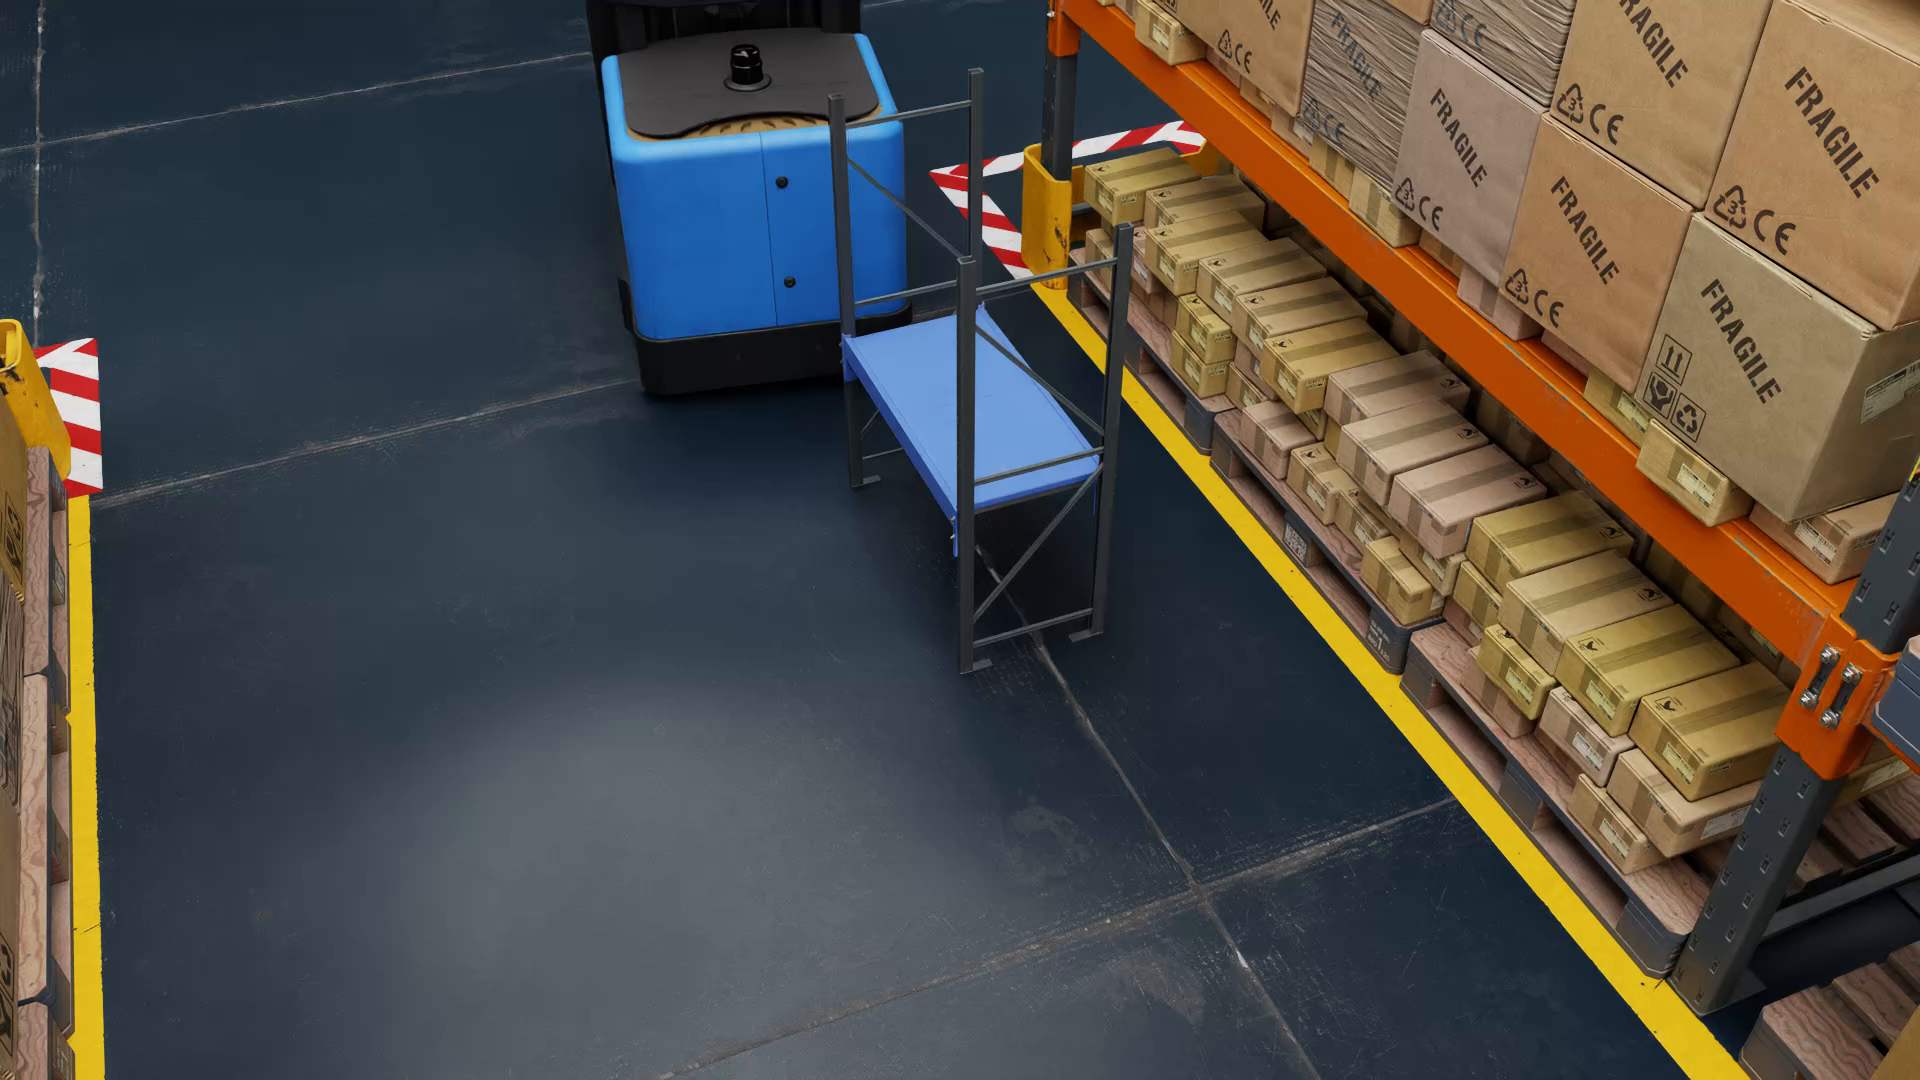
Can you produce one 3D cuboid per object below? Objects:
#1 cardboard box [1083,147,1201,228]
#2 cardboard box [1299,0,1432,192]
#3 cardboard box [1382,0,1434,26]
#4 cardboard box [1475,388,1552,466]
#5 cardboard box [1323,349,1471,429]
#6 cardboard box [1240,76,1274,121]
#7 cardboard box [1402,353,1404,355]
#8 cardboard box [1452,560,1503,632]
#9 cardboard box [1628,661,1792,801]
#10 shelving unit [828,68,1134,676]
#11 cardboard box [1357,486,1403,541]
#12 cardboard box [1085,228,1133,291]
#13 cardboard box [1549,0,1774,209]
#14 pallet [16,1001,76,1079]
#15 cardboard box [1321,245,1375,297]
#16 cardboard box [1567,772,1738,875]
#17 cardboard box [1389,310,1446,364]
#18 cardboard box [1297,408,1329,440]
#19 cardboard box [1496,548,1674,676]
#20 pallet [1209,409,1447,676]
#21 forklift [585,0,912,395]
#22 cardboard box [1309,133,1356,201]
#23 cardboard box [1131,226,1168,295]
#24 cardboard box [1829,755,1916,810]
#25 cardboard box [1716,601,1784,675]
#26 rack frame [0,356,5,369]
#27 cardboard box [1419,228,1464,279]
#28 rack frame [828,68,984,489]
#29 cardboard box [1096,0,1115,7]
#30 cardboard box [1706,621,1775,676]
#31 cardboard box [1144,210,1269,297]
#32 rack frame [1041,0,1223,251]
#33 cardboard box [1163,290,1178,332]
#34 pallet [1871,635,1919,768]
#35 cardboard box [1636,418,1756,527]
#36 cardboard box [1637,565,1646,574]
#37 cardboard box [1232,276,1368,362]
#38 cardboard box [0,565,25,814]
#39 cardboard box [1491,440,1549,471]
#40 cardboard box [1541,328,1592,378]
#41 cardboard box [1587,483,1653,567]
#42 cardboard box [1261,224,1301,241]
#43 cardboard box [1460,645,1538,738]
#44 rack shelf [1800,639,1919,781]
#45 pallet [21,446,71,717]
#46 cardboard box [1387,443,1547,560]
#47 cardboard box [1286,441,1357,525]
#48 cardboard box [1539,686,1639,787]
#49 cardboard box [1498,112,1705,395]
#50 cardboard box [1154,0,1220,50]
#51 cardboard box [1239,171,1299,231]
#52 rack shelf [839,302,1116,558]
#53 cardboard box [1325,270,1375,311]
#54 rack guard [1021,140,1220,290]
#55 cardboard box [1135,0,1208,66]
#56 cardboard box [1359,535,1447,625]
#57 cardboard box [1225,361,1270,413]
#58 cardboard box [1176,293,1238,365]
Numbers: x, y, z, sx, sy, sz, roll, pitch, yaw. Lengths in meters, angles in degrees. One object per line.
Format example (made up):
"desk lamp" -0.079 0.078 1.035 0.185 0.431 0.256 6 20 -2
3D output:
"cardboard box" 0.705 -1.370 6.451 0.380 0.149 0.250 -17 44 -19
"cardboard box" 1.340 -1.358 4.724 0.500 0.500 0.500 -16 43 -18
"cardboard box" 1.321 -1.733 4.393 0.500 0.500 0.500 -16 43 -18
"cardboard box" 1.893 -0.410 5.334 0.380 0.149 0.250 -17 43 -19
"cardboard box" 1.412 -0.455 5.387 0.380 0.149 0.250 -15 43 -17
"cardboard box" 1.136 -1.485 5.369 0.380 0.149 0.250 -16 43 -17
"cardboard box" 1.776 -0.631 5.819 0.380 0.149 0.250 -13 42 -15
"cardboard box" 1.696 0.149 4.913 0.380 0.149 0.250 -15 43 -16
"cardboard box" 1.973 0.489 4.288 0.380 0.149 0.250 -14 43 -16
"shelving unit" 0.033 -0.517 5.201 0.538 1.500 1.048 -15 43 -17
"cardboard box" 1.496 -0.166 5.279 0.380 0.149 0.250 -17 44 -19
"cardboard box" 0.724 -1.150 6.651 0.380 0.149 0.250 -14 43 -16
"cardboard box" 1.717 -1.113 3.672 0.500 0.500 0.500 -16 43 -18
"pallet" -2.491 1.699 3.613 1.003 0.211 1.213 -15 43 -17
"cardboard box" 1.556 -1.053 6.082 0.380 0.149 0.250 -17 43 -19
"cardboard box" 1.885 0.713 4.485 0.380 0.149 0.250 -15 43 -16
"cardboard box" 1.708 -0.719 5.694 0.380 0.149 0.250 -16 43 -18
"cardboard box" 1.339 -0.503 5.671 0.380 0.149 0.250 -13 42 -15
"cardboard box" 1.736 0.197 4.628 0.380 0.149 0.250 -15 43 -17
"pallet" 1.589 -0.132 5.741 1.003 0.211 1.213 -15 43 -17
"forklift" -0.997 -2.628 6.558 1.130 2.935 3.031 -8 41 -9
"cardboard box" 1.284 -1.168 5.000 0.380 0.149 0.250 -14 43 -15
"cardboard box" 0.835 -1.099 6.364 0.380 0.149 0.250 -15 43 -17
"cardboard box" 2.507 0.565 4.657 0.380 0.149 0.250 -17 44 -19
"cardboard box" 2.358 0.199 4.626 0.380 0.149 0.250 -13 42 -15
"rack frame" -3.802 -1.290 4.950 1.000 3.000 0.127 -15 43 -17
"cardboard box" 1.522 -0.864 4.647 0.380 0.149 0.250 -16 43 -17
"rack frame" -0.162 -0.824 5.557 0.500 1.500 0.032 -15 43 -17
"cardboard box" 0.640 -2.095 6.078 0.380 0.149 0.250 -15 43 -17
"cardboard box" 2.327 0.323 4.710 0.380 0.149 0.250 -15 43 -17
"cardboard box" 0.900 -1.051 6.079 0.380 0.149 0.250 -15 43 -17
"rack frame" 0.819 -2.467 6.318 1.000 3.000 0.127 -15 43 -17
"cardboard box" 1.001 -0.865 6.319 0.380 0.149 0.250 -15 43 -16
"pallet" 2.507 0.512 3.001 1.003 0.211 1.213 -15 43 -17
"cardboard box" 1.825 -0.204 3.879 0.380 0.149 0.250 -16 43 -18
"cardboard box" 2.099 0.022 5.060 0.380 0.149 0.250 -17 44 -19
"cardboard box" 1.169 -0.752 5.733 0.380 0.149 0.250 -14 43 -15
"cardboard box" -3.135 0.270 4.443 0.875 0.875 0.875 -15 43 -17
"cardboard box" 1.978 -0.317 5.455 0.380 0.149 0.250 -15 43 -17
"cardboard box" 1.742 -0.552 4.284 0.380 0.149 0.250 -16 43 -18
"cardboard box" 2.095 -0.093 4.965 0.380 0.149 0.250 -16 43 -18
"cardboard box" 1.335 -1.240 6.528 0.380 0.149 0.250 -16 43 -18
"cardboard box" 1.702 0.393 4.857 0.380 0.149 0.250 -16 43 -18
"rack shelf" 3.115 1.420 2.350 1.077 0.370 4.000 -15 43 -17
"pallet" -3.424 0.229 5.322 1.003 0.211 1.213 -15 43 -17
"cardboard box" 1.520 -0.119 4.996 0.380 0.149 0.250 -17 44 -19
"cardboard box" 1.328 -0.221 5.571 0.380 0.149 0.250 -15 43 -17
"cardboard box" 1.820 0.481 4.526 0.380 0.149 0.250 -17 44 -19
"cardboard box" 1.706 -0.742 4.008 0.500 0.500 0.500 -16 43 -18
"cardboard box" 0.964 -1.962 5.426 0.500 0.500 0.500 -15 43 -17
"cardboard box" 1.299 -1.349 6.427 0.380 0.149 0.250 -14 43 -16
"rack shelf" 0.033 -0.381 5.319 0.538 0.185 1.000 -15 43 -17
"cardboard box" 1.493 -0.911 6.145 0.380 0.149 0.250 -16 43 -17
"rack guard" 0.848 -1.473 7.080 1.175 0.500 0.348 -15 43 -17
"cardboard box" 0.829 -1.776 5.708 0.380 0.149 0.250 -16 43 -18
"cardboard box" 1.488 0.090 5.210 0.380 0.149 0.250 -15 43 -17
"cardboard box" 1.183 -0.553 5.957 0.380 0.149 0.250 -15 43 -17
"cardboard box" 1.008 -0.792 6.007 0.380 0.149 0.250 -14 43 -16
